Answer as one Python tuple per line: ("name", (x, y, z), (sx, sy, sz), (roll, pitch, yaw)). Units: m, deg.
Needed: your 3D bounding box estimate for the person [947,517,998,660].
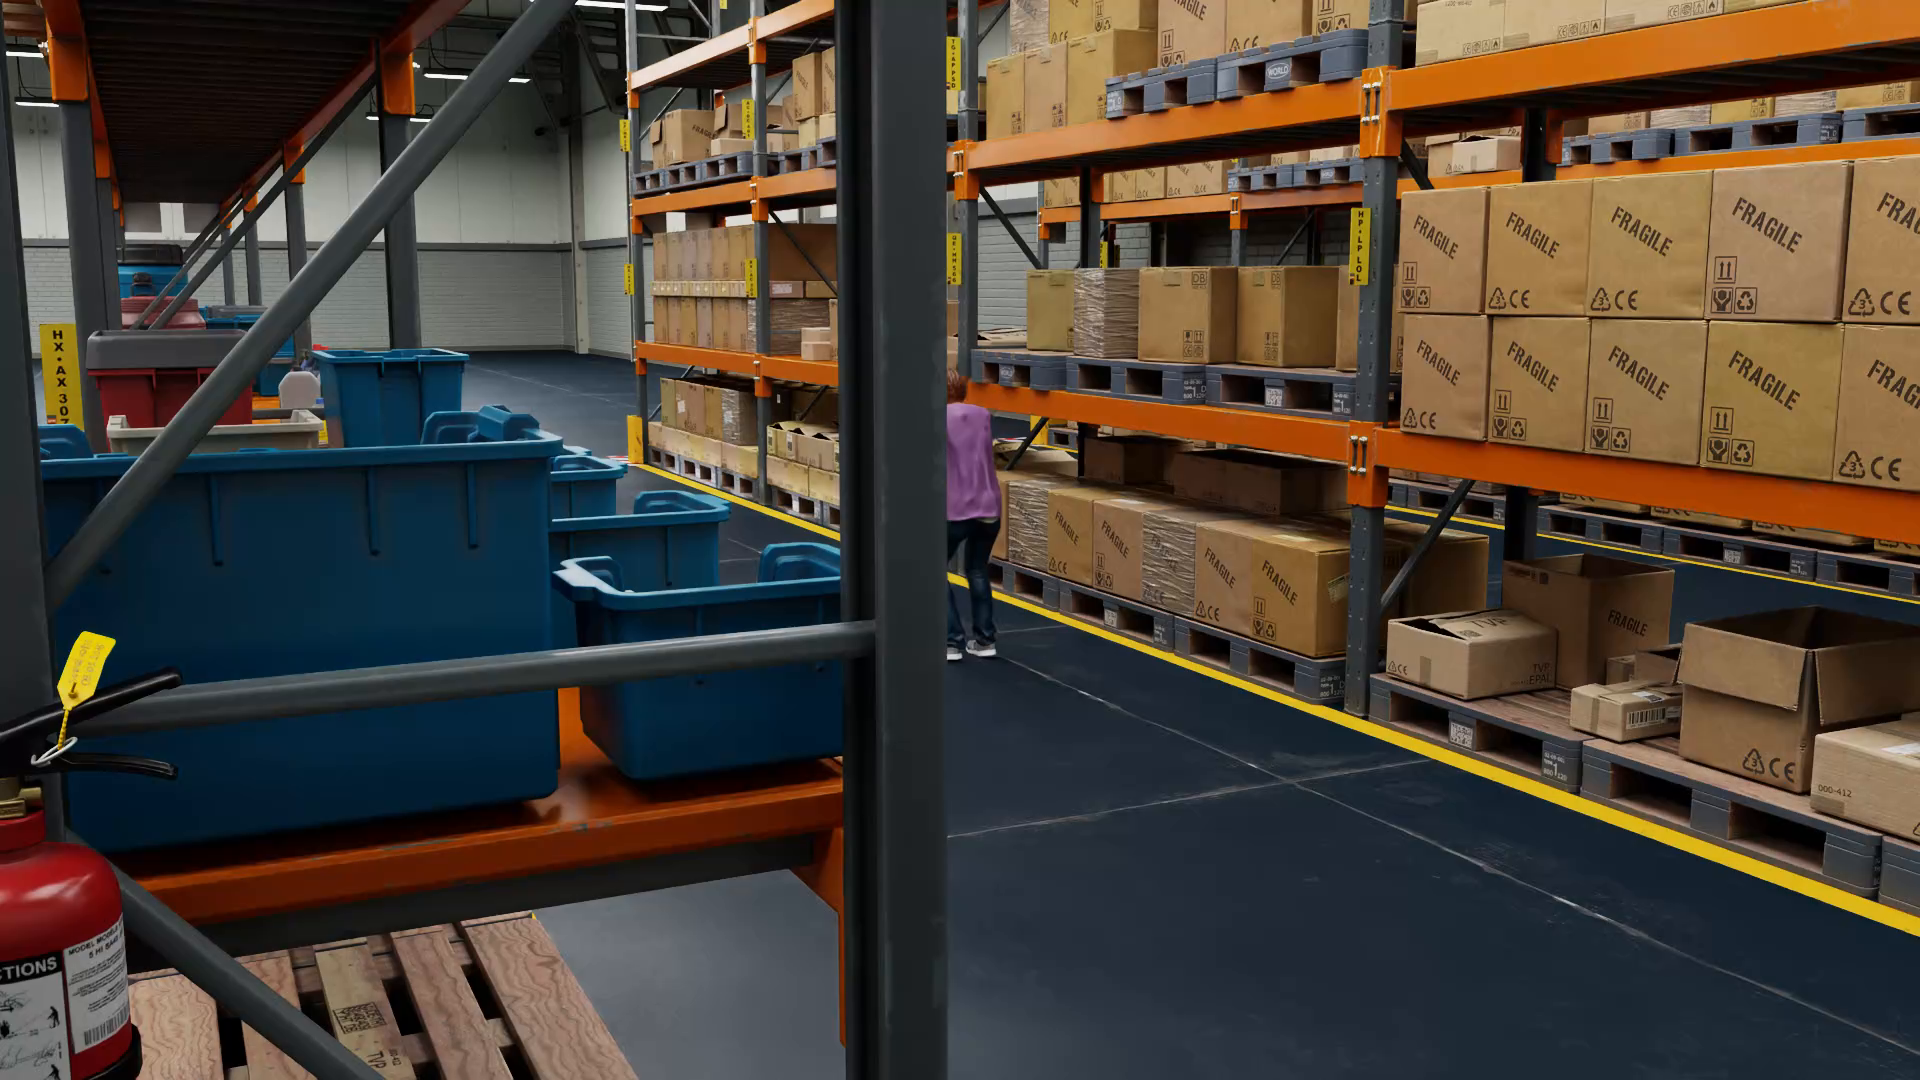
("person", (0.002, -0.023, 8.539), (0.444, 1.302, 0.362), (-4, 10, -25))
